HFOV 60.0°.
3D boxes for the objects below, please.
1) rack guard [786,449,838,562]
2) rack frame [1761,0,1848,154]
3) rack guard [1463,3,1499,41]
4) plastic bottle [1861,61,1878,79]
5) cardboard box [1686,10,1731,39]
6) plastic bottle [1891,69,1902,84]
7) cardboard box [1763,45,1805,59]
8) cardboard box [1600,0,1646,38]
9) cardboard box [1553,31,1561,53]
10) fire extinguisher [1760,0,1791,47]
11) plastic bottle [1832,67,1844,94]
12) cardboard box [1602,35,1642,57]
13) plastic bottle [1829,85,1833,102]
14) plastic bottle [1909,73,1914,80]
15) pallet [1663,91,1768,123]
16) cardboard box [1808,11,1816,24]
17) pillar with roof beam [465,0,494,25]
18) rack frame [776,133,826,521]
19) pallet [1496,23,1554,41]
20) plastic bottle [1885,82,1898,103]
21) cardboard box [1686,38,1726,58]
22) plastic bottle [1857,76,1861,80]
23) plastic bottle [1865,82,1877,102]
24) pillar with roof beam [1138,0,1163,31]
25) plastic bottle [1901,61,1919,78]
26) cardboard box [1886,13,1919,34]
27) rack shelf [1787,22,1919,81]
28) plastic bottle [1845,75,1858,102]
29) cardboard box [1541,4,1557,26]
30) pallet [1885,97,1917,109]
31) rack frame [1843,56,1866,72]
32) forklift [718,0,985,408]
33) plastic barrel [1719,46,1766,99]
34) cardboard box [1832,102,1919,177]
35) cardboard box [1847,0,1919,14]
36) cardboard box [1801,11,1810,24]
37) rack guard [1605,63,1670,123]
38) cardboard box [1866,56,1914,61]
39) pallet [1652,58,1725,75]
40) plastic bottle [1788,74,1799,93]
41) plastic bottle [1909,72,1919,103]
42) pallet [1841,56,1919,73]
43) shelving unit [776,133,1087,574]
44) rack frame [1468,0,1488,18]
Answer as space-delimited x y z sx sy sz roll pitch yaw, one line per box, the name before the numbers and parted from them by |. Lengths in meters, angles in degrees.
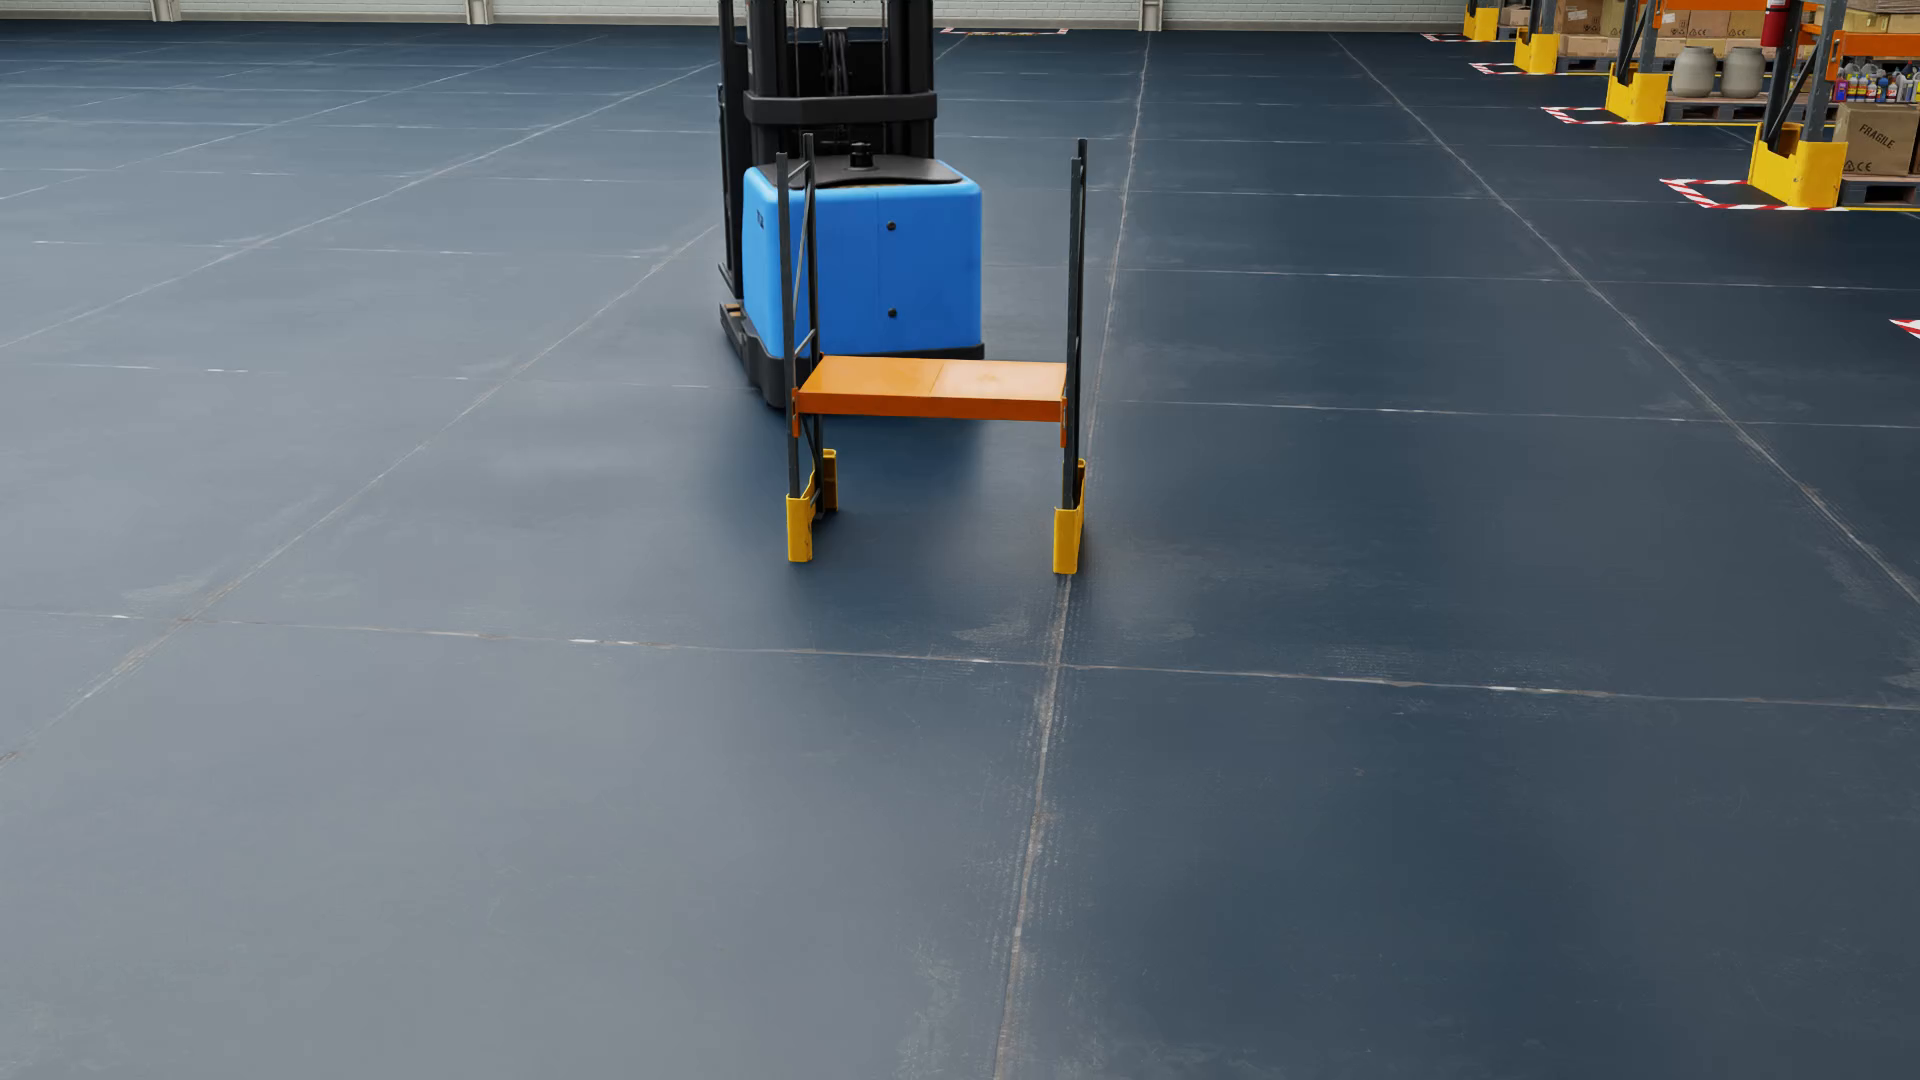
rack guard | -0.570 -0.141 6.457 0.087 0.250 0.587 2 22 6
rack frame | 6.692 -4.213 13.017 0.127 3.000 1.000 2 22 6
rack guard | 8.516 -8.473 27.191 0.348 0.500 1.175 2 22 6
plastic bottle | 9.885 -5.034 18.098 0.185 0.351 0.144 2 22 6
cardboard box | 9.857 -6.925 22.024 0.500 0.500 0.500 2 22 6
plastic bottle | 10.157 -4.971 18.047 0.097 0.271 0.097 0 22 0
cardboard box | 10.852 -6.539 22.068 0.500 0.250 0.500 2 22 6
cardboard box | 8.865 -6.970 22.138 0.500 0.500 0.500 2 22 6
cardboard box | 8.429 -6.831 22.807 0.500 0.250 0.500 2 22 6
fire extinguisher | 6.633 -4.350 13.469 0.183 0.674 0.296 2 22 6
plastic bottle | 9.535 -5.013 18.146 0.135 0.276 0.152 2 22 5
cardboard box | 8.865 -6.622 22.277 0.500 0.250 0.500 2 22 6
plastic bottle | 9.142 -4.728 17.527 0.097 0.201 0.097 0 22 0
plastic bottle | 10.049 -4.773 17.529 0.133 0.283 0.061 2 22 6
pallet | 8.162 -4.701 18.045 1.213 0.211 1.003 2 22 6
cardboard box | 11.410 -7.056 22.357 0.500 0.500 0.500 2 22 6
pillar with roof beam | -9.144 -11.921 24.353 0.400 9.000 9.100 2 22 6
rack frame | -0.590 -0.723 6.229 0.032 1.500 0.500 2 22 6
pallet | 9.319 -8.290 27.123 1.213 0.211 1.003 2 22 6
plastic bottle | 9.781 -4.700 17.456 0.097 0.201 0.097 0 22 0
cardboard box | 9.857 -6.576 22.163 0.500 0.250 0.500 2 22 6
plastic bottle | 9.729 -4.927 18.029 0.097 0.201 0.097 0 22 0
plastic bottle | 9.577 -4.709 17.479 0.097 0.201 0.097 0 22 0
pillar with roof beam | 2.773 -11.402 23.040 0.400 9.000 9.100 2 22 6
plastic bottle | 10.307 -5.016 18.051 0.185 0.351 0.144 2 22 4
cardboard box | 7.193 -3.979 12.766 0.250 0.149 0.380 2 22 6
rack shelf | 8.678 -3.792 12.930 4.000 0.370 1.077 2 22 6
plastic bottle | 9.379 -4.750 17.488 0.097 0.271 0.097 0 22 0
cardboard box | 9.684 -8.505 26.932 0.500 0.311 0.500 4 22 11
pallet | 10.585 -4.596 17.778 1.213 0.211 1.003 2 22 6
rack frame | 11.834 -7.657 21.727 0.127 3.000 1.000 2 22 6
forklift | -0.736 -2.491 8.755 1.130 2.935 3.031 -5 22 -13
plastic barrel | 8.435 -5.037 17.914 0.421 0.512 0.421 0 22 0
cardboard box | 7.310 -3.213 13.315 0.500 0.500 0.500 7 23 16
cardboard box | 7.235 -4.364 12.858 0.500 0.500 0.875 2 22 6
cardboard box | 10.852 -6.888 21.932 0.500 0.500 0.500 2 22 6
rack guard | 7.356 -4.873 18.085 0.348 0.500 1.175 2 22 6
cardboard box | 12.205 -6.465 21.882 0.500 0.250 0.500 2 22 5
pallet | 9.834 -6.462 22.496 1.213 0.211 1.003 2 22 6
plastic bottle | 9.150 -5.005 18.228 0.097 0.201 0.097 0 22 0
plastic bottle | 10.062 -4.766 17.420 0.185 0.351 0.144 2 22 6
pallet | 12.570 -6.342 22.195 1.213 0.211 1.003 2 22 6
shelving unit | -0.076 -0.701 6.172 1.083 1.500 0.587 2 22 6
rack frame | 8.441 -9.638 26.740 0.127 3.000 1.000 2 22 6
